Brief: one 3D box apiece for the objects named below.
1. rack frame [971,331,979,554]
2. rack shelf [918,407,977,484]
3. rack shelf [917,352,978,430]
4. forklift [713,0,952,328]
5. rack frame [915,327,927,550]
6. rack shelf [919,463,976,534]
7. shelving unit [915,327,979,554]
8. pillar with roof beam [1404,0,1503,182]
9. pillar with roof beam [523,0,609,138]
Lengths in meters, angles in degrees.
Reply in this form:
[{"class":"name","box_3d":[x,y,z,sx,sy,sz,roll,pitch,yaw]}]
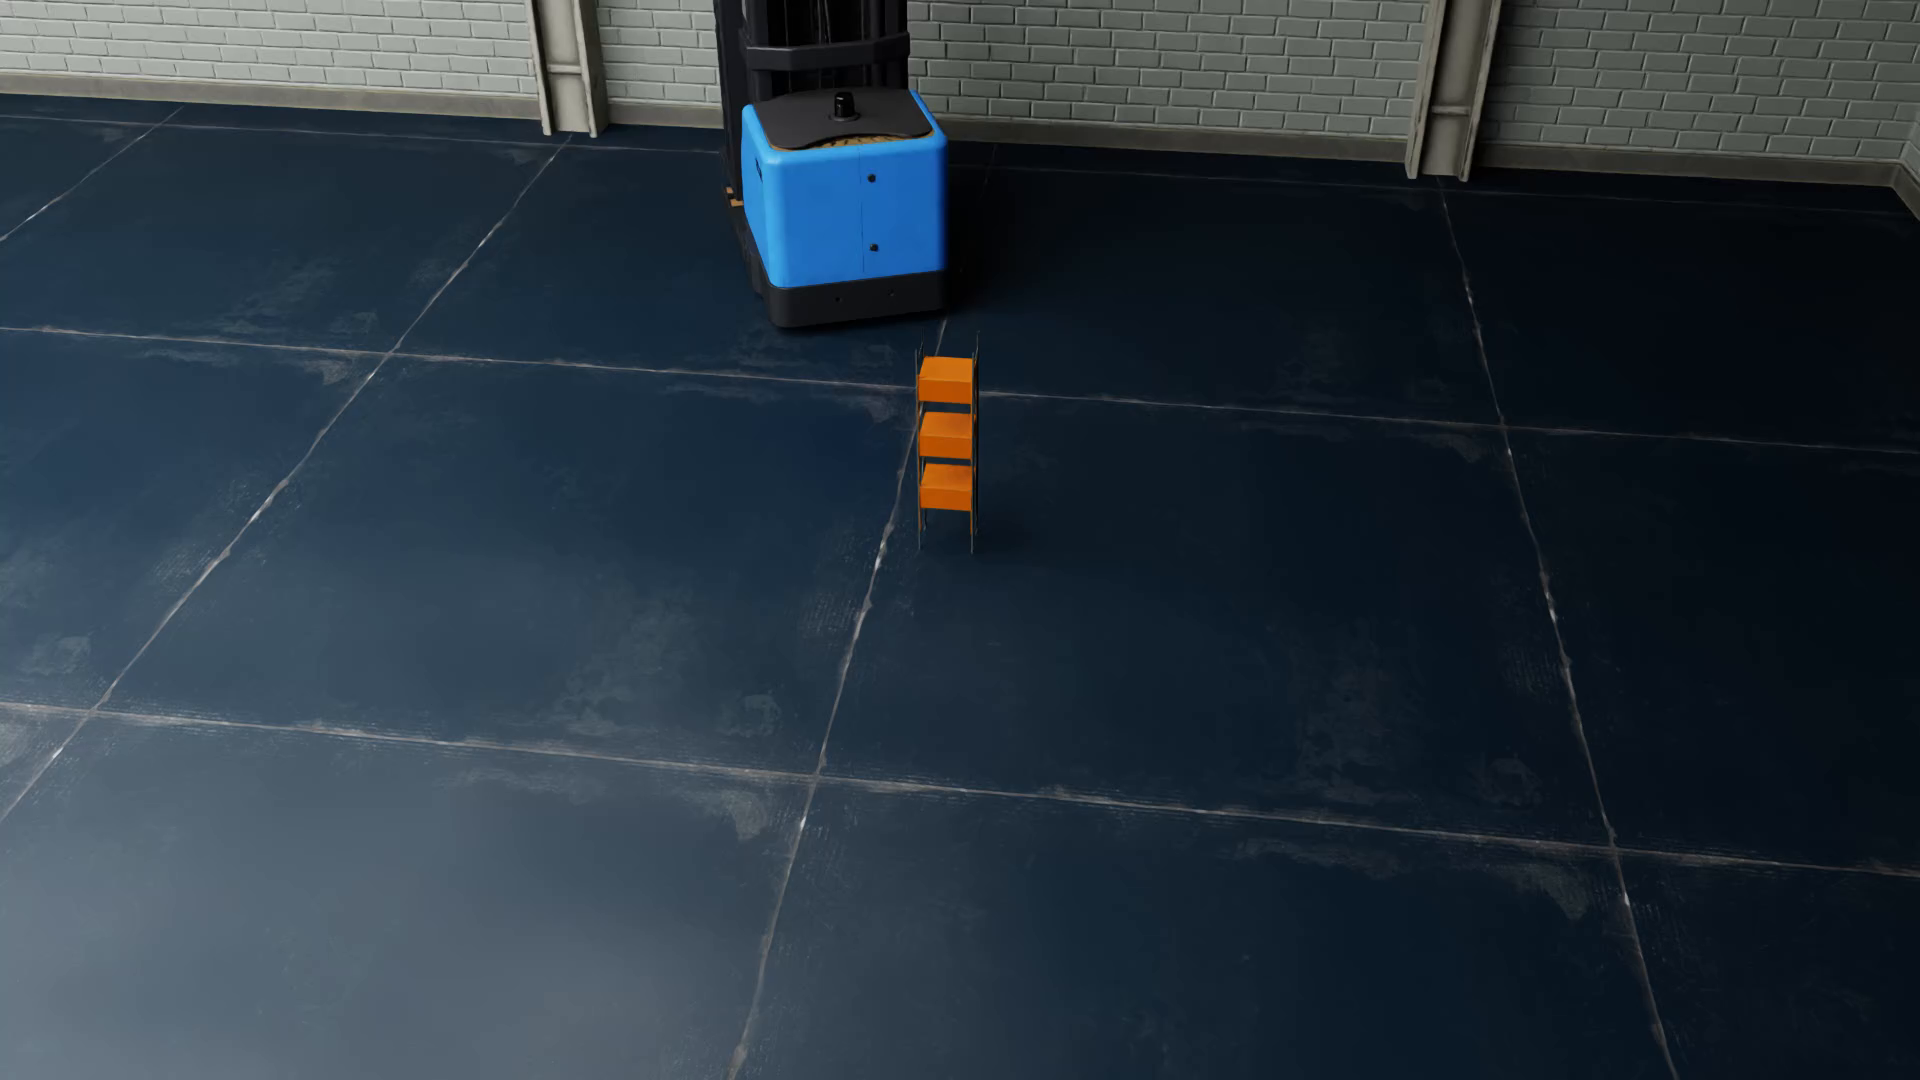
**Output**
[{"class":"rack frame","box_3d":[0.068,-0.422,7.438,0.008,1.050,0.200,4,36,6]},{"class":"rack shelf","box_3d":[-0.053,-0.423,7.457,0.240,0.259,0.215,4,36,6]},{"class":"rack shelf","box_3d":[-0.053,-0.654,7.292,0.240,0.259,0.215,4,36,6]},{"class":"forklift","box_3d":[-0.909,-3.235,9.760,1.130,2.935,3.031,-9,36,-12]},{"class":"rack frame","box_3d":[-0.174,-0.440,7.463,0.008,1.050,0.200,4,36,6]},{"class":"rack shelf","box_3d":[-0.053,-0.196,7.618,0.240,0.259,0.215,4,36,6]},{"class":"shelving unit","box_3d":[-0.053,-0.431,7.451,0.252,1.050,0.215,4,36,6]},{"class":"pillar with roof beam","box_3d":[2.672,-3.679,5.159,0.400,9.000,9.100,4,36,6]},{"class":"pillar with roof beam","box_3d":[-3.280,-4.123,5.781,0.400,9.000,9.100,4,36,6]}]
